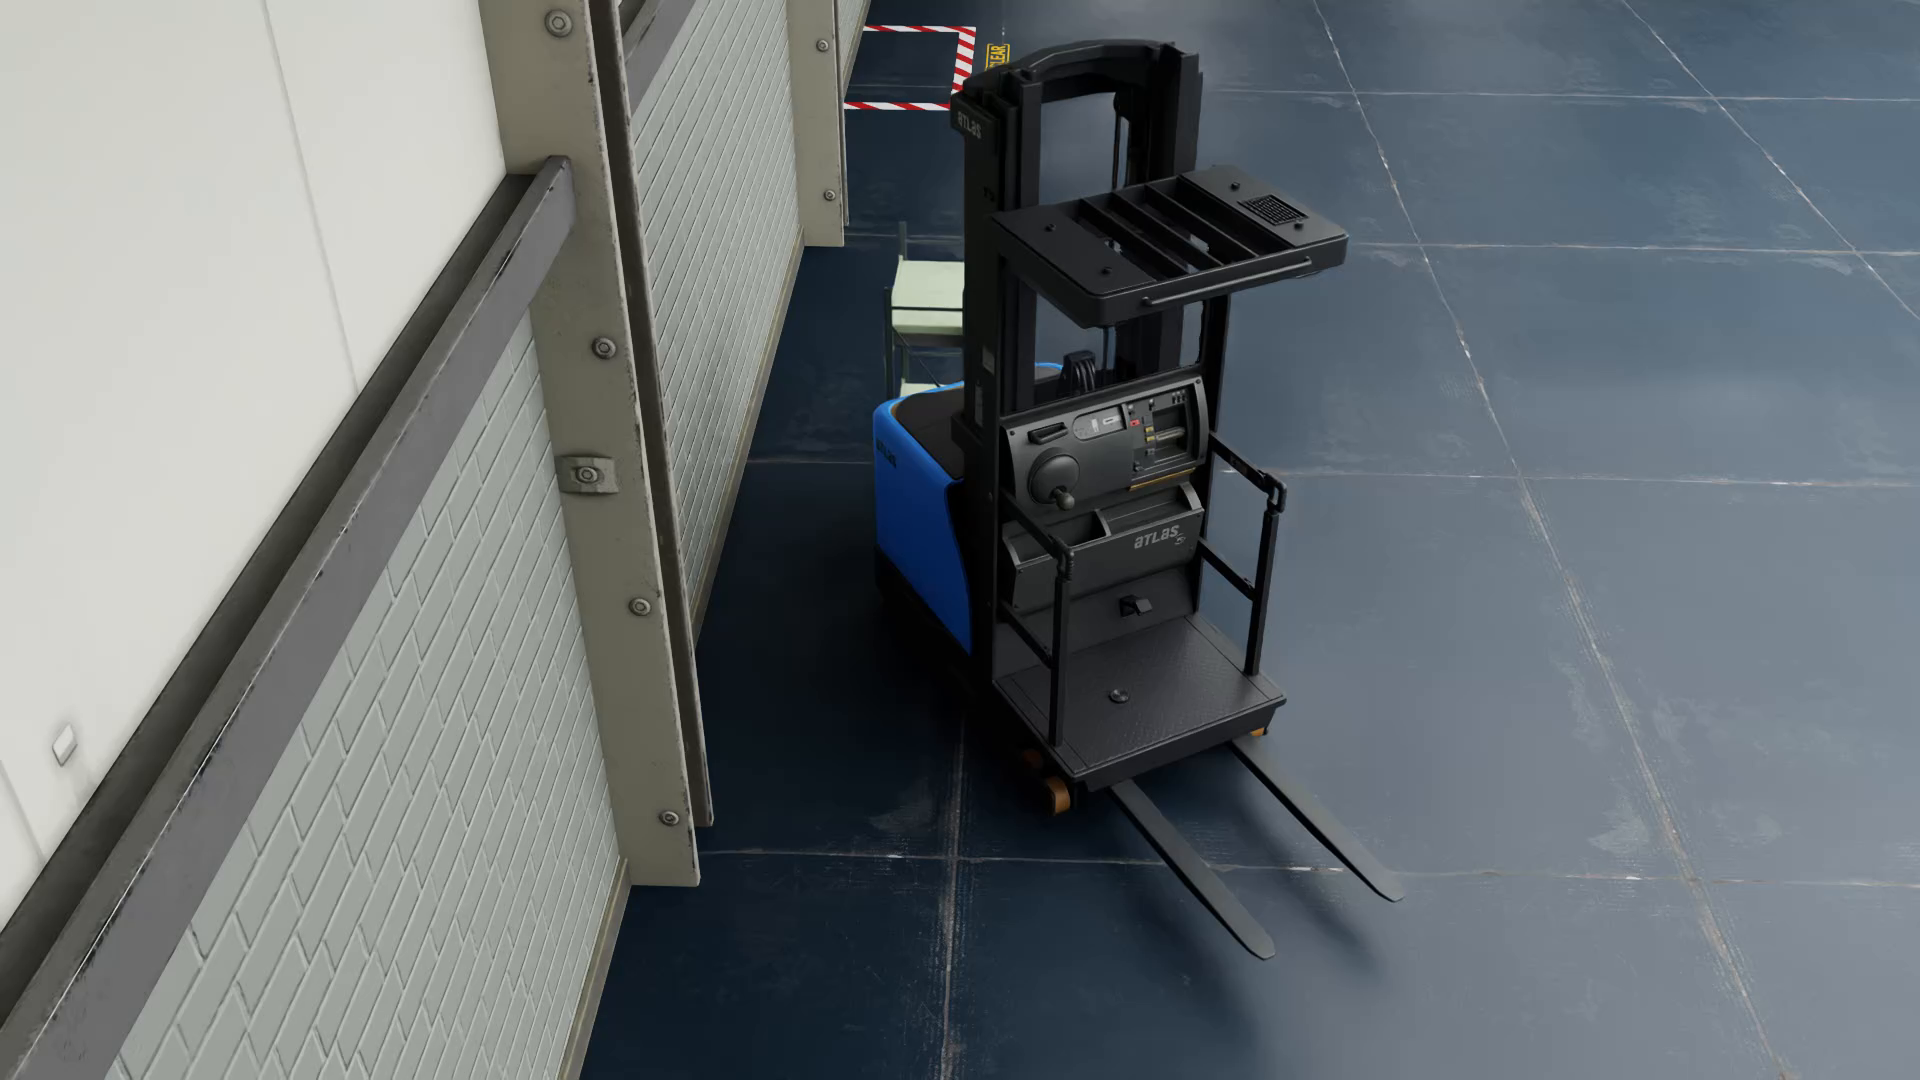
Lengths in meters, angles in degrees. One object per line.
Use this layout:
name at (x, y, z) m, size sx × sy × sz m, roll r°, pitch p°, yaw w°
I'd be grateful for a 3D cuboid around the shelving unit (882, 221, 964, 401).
shelving unit at (-0.131, -0.767, 8.482) m, size 0.431 × 1.500 × 0.755 m, roll 2°, pitch 35°, yaw 3°

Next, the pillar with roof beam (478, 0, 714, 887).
pillar with roof beam at (3.099, -2.302, 4.145) m, size 9.100 × 9.000 × 0.400 m, roll 1°, pitch 35°, yaw 2°

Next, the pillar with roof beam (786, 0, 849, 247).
pillar with roof beam at (3.340, -5.749, 9.050) m, size 9.100 × 9.000 × 0.400 m, roll 1°, pitch 35°, yaw 2°

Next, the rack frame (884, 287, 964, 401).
rack frame at (-0.155, -0.557, 8.184) m, size 0.400 × 1.500 × 0.023 m, roll 2°, pitch 35°, yaw 3°

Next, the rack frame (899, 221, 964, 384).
rack frame at (-0.108, -0.977, 8.781) m, size 0.400 × 1.500 × 0.023 m, roll 2°, pitch 35°, yaw 3°

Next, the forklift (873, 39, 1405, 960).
forklift at (0.708, -0.333, 6.620) m, size 1.130 × 2.935 × 3.031 m, roll -17°, pitch 38°, yaw -22°

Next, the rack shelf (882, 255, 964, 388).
rack shelf at (-0.131, -1.086, 8.258) m, size 0.431 × 0.370 × 0.720 m, roll 2°, pitch 35°, yaw 3°

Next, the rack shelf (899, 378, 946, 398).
rack shelf at (-0.131, -0.500, 8.670) m, size 0.431 × 0.370 × 0.720 m, roll 2°, pitch 35°, yaw 3°
